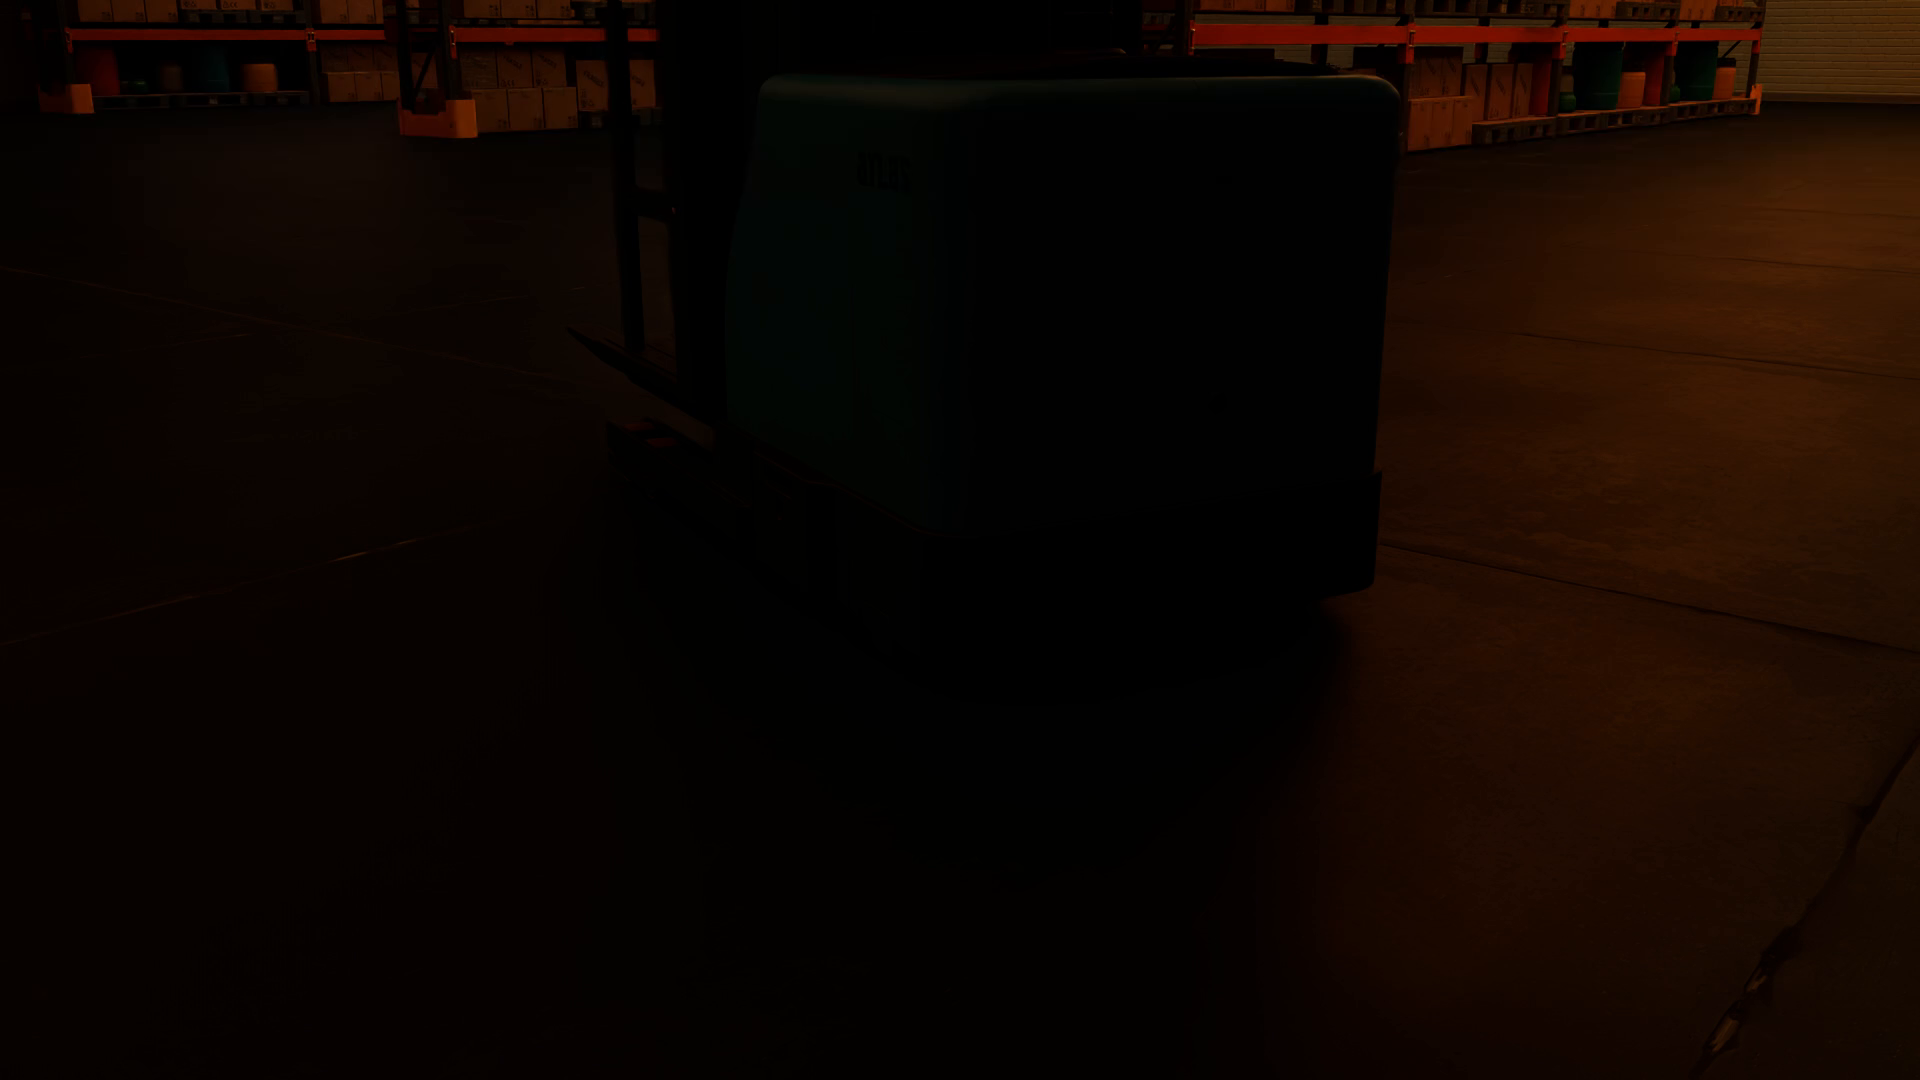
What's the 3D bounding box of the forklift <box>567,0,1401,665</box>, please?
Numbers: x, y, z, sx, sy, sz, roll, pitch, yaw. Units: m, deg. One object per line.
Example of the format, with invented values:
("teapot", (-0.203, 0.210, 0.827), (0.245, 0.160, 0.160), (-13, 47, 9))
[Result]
("forklift", (-0.288, -1.559, 4.031), (1.130, 2.935, 3.031), (-9, 19, -27))
